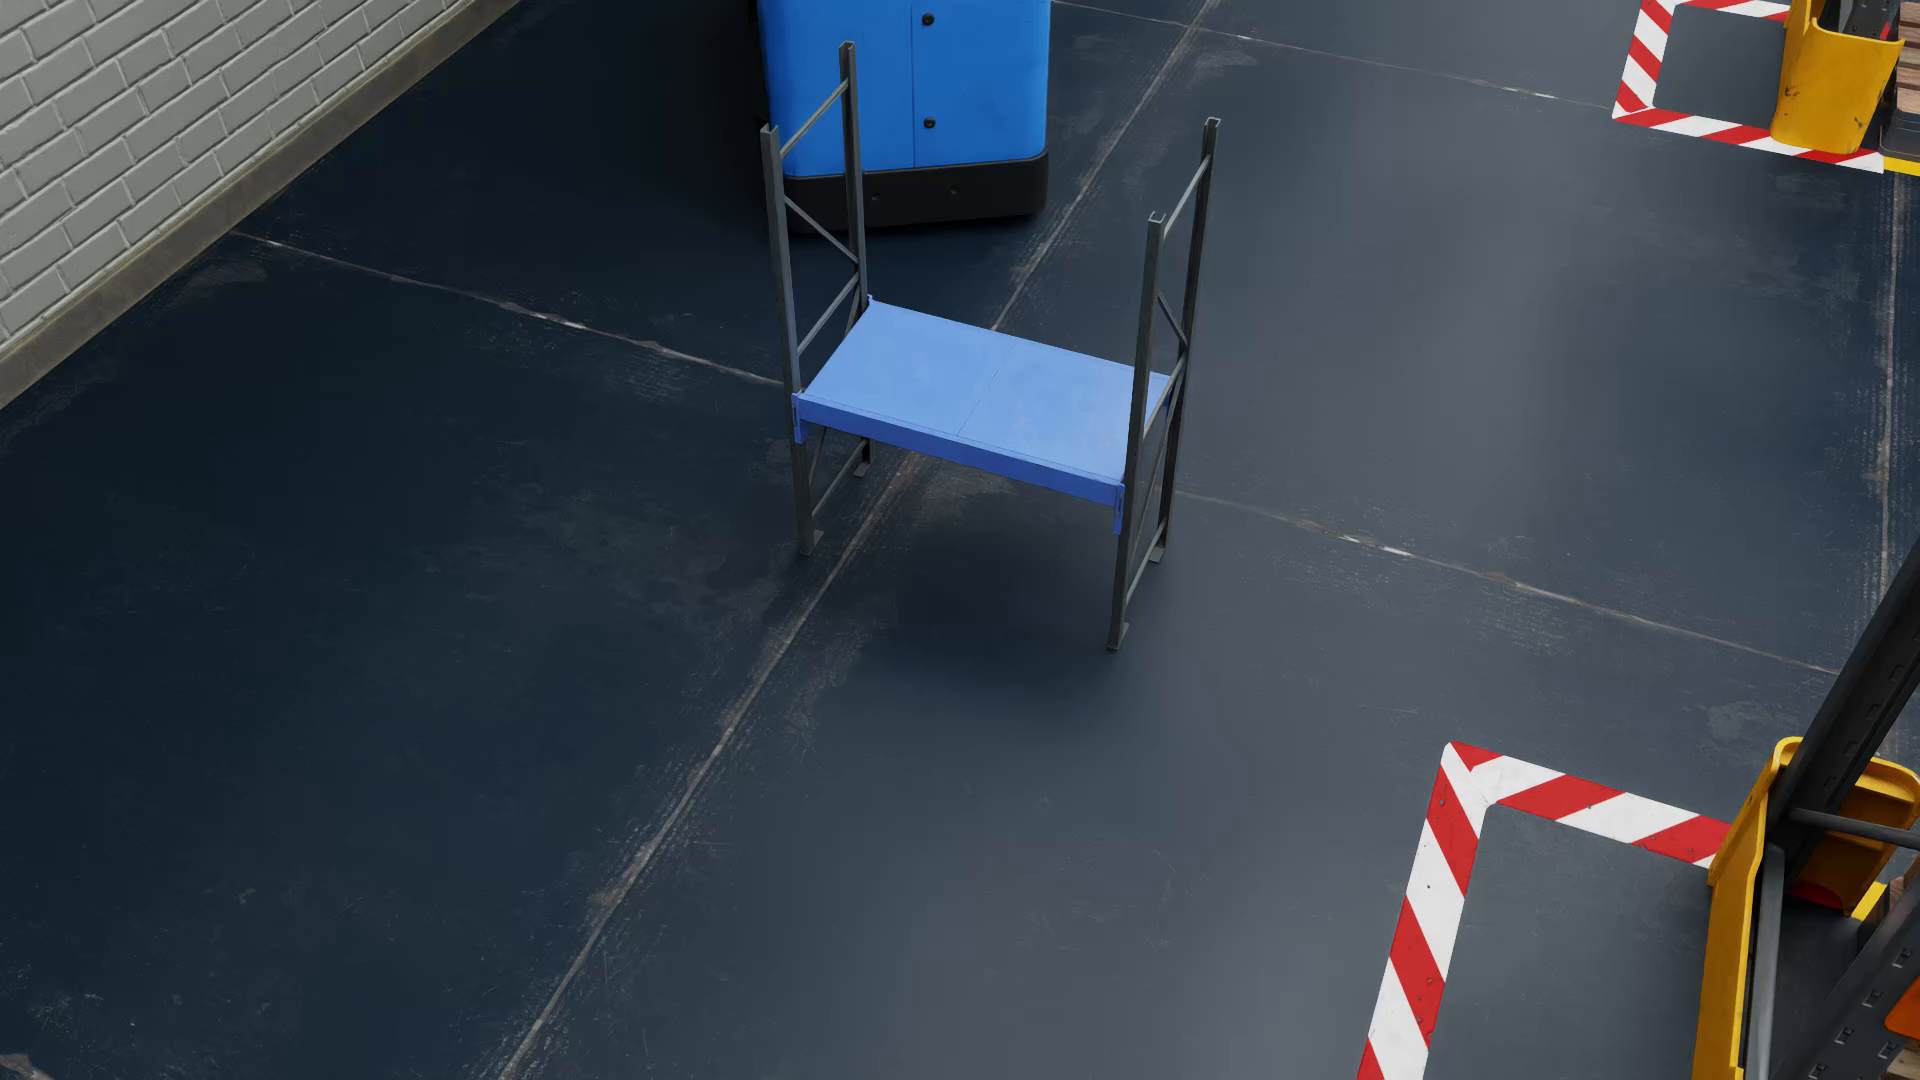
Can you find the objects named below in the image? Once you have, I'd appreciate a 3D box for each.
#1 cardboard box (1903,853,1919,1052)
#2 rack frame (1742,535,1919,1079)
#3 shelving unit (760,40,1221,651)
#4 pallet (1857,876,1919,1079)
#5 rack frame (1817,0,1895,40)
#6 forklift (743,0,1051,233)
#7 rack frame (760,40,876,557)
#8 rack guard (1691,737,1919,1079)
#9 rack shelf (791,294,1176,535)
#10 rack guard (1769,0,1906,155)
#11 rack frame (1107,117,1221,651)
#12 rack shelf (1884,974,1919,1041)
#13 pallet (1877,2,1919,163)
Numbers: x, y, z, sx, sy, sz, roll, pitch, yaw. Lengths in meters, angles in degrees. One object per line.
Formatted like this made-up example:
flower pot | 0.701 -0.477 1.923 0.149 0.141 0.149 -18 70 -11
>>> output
cardboard box | 2.461 0.881 3.698 0.500 0.500 0.500 16 47 16
rack frame | 1.864 0.163 2.959 0.127 3.000 1.000 16 47 16
shelving unit | 0.079 -0.509 4.698 1.048 1.500 0.538 16 47 16
pallet | 2.671 1.389 3.705 1.213 0.211 1.003 16 47 16
rack frame | 3.775 -3.060 6.199 0.127 3.000 1.000 16 47 16
forklift | -0.389 -3.254 6.442 1.130 2.935 3.031 -6 45 -6
rack frame | -0.390 -0.647 4.836 0.032 1.500 0.500 16 47 16
rack guard | 1.934 1.070 3.820 0.348 0.500 1.175 16 47 16
rack shelf | 0.079 -0.381 4.825 1.000 0.185 0.538 16 47 16
rack guard | 3.748 -2.172 7.078 0.348 0.500 1.175 16 47 16
rack frame | 0.548 -0.370 4.559 0.032 1.500 0.500 16 47 16
rack shelf | 3.710 0.962 2.667 4.000 0.370 1.077 16 47 16
pallet | 4.521 -1.822 6.932 1.213 0.211 1.003 16 47 16
